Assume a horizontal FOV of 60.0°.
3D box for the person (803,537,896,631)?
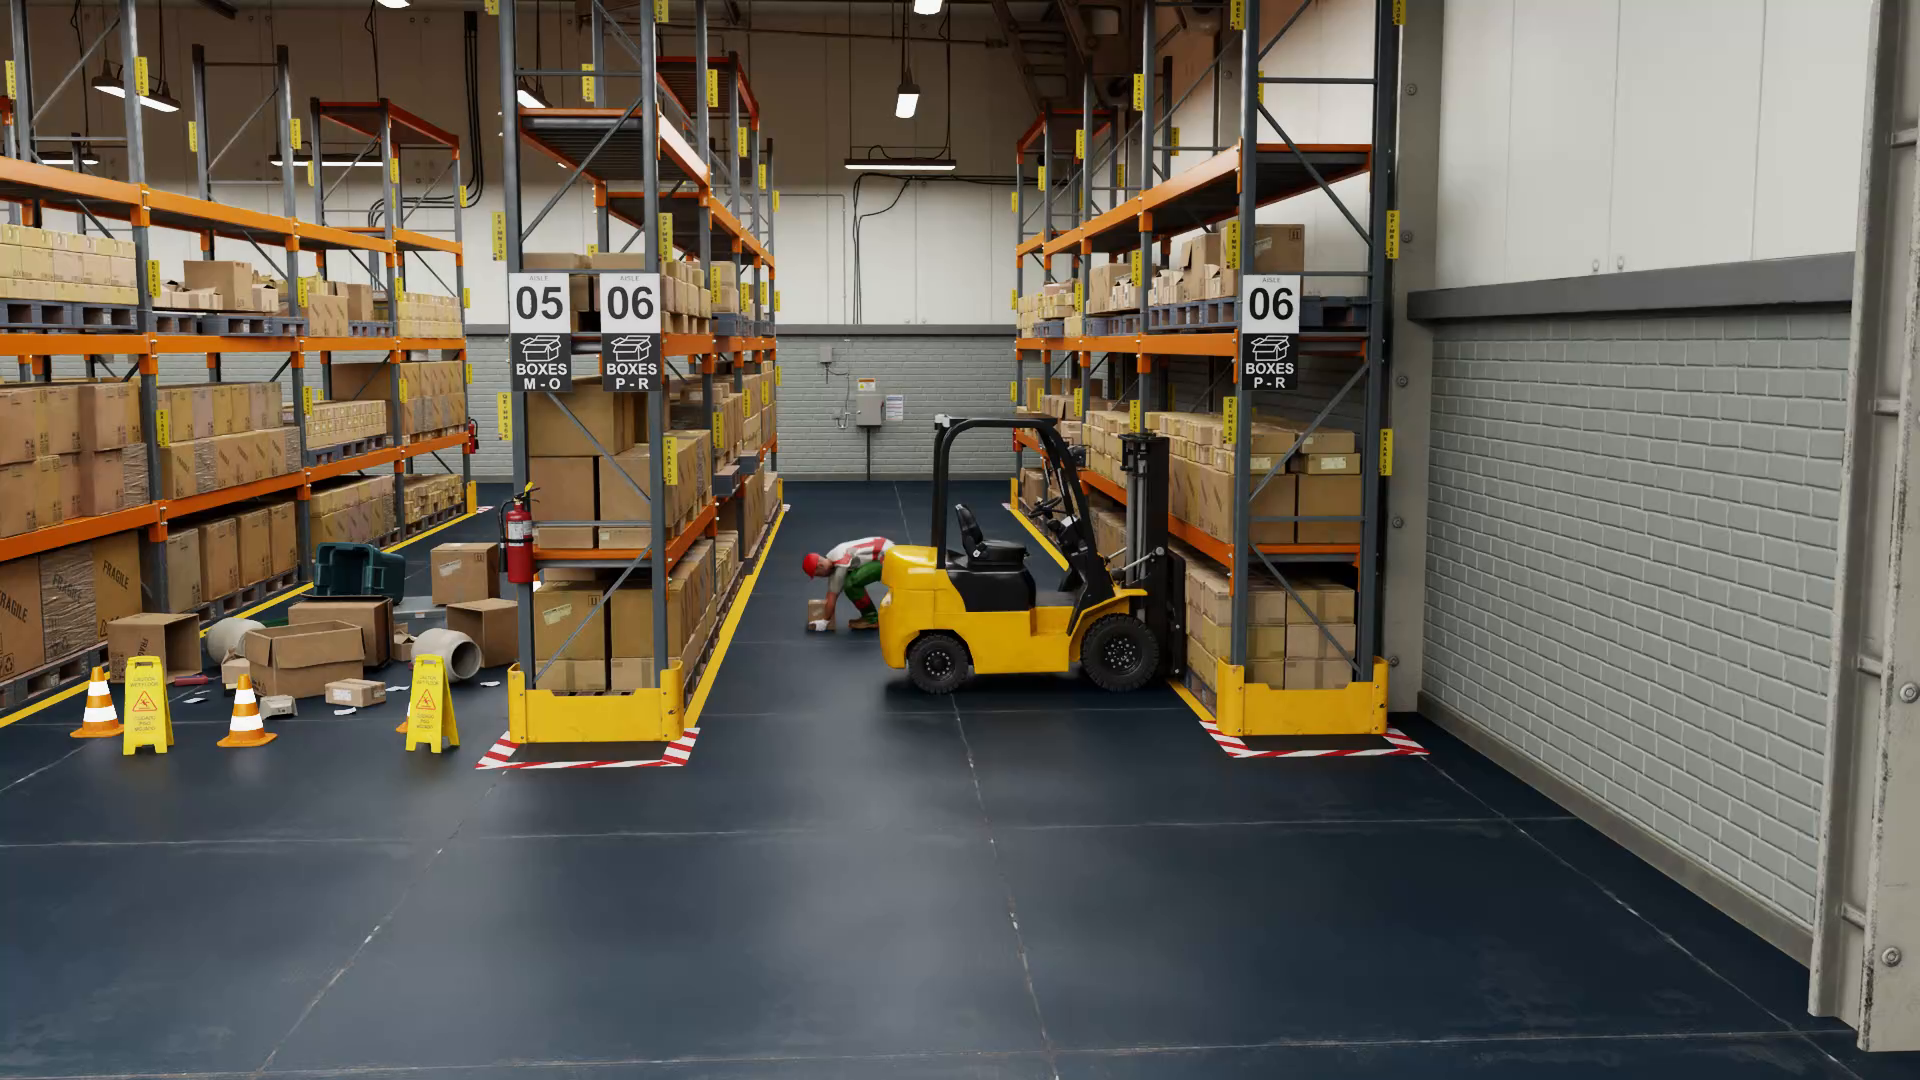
[{"bbox_3d":[-1.033,0.425,16.037,0.961,0.893,0.521,-1,7,-6],"label":"person"}]
